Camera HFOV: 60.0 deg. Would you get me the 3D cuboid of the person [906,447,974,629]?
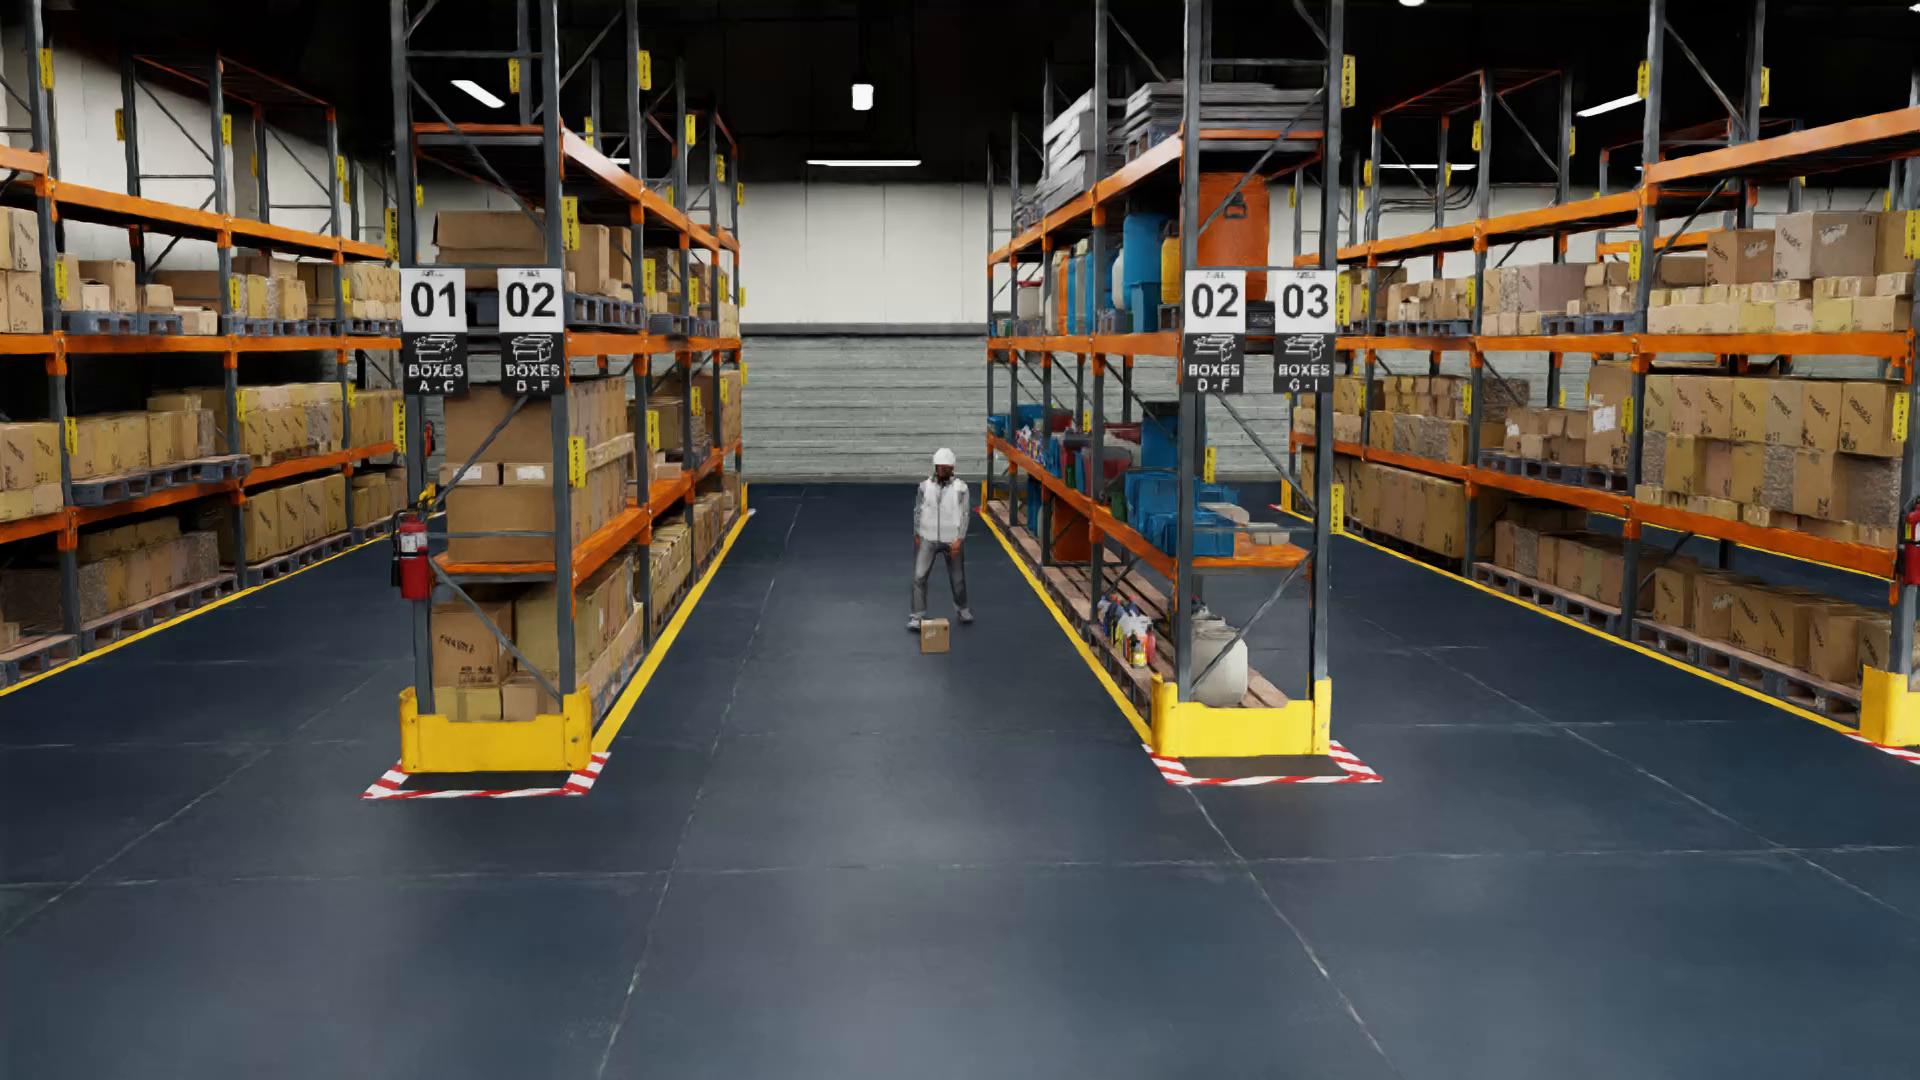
[{"bbox_3d":[-0.184,-0.026,16.000,0.594,1.733,0.802,1,7,7],"label":"person"}]
